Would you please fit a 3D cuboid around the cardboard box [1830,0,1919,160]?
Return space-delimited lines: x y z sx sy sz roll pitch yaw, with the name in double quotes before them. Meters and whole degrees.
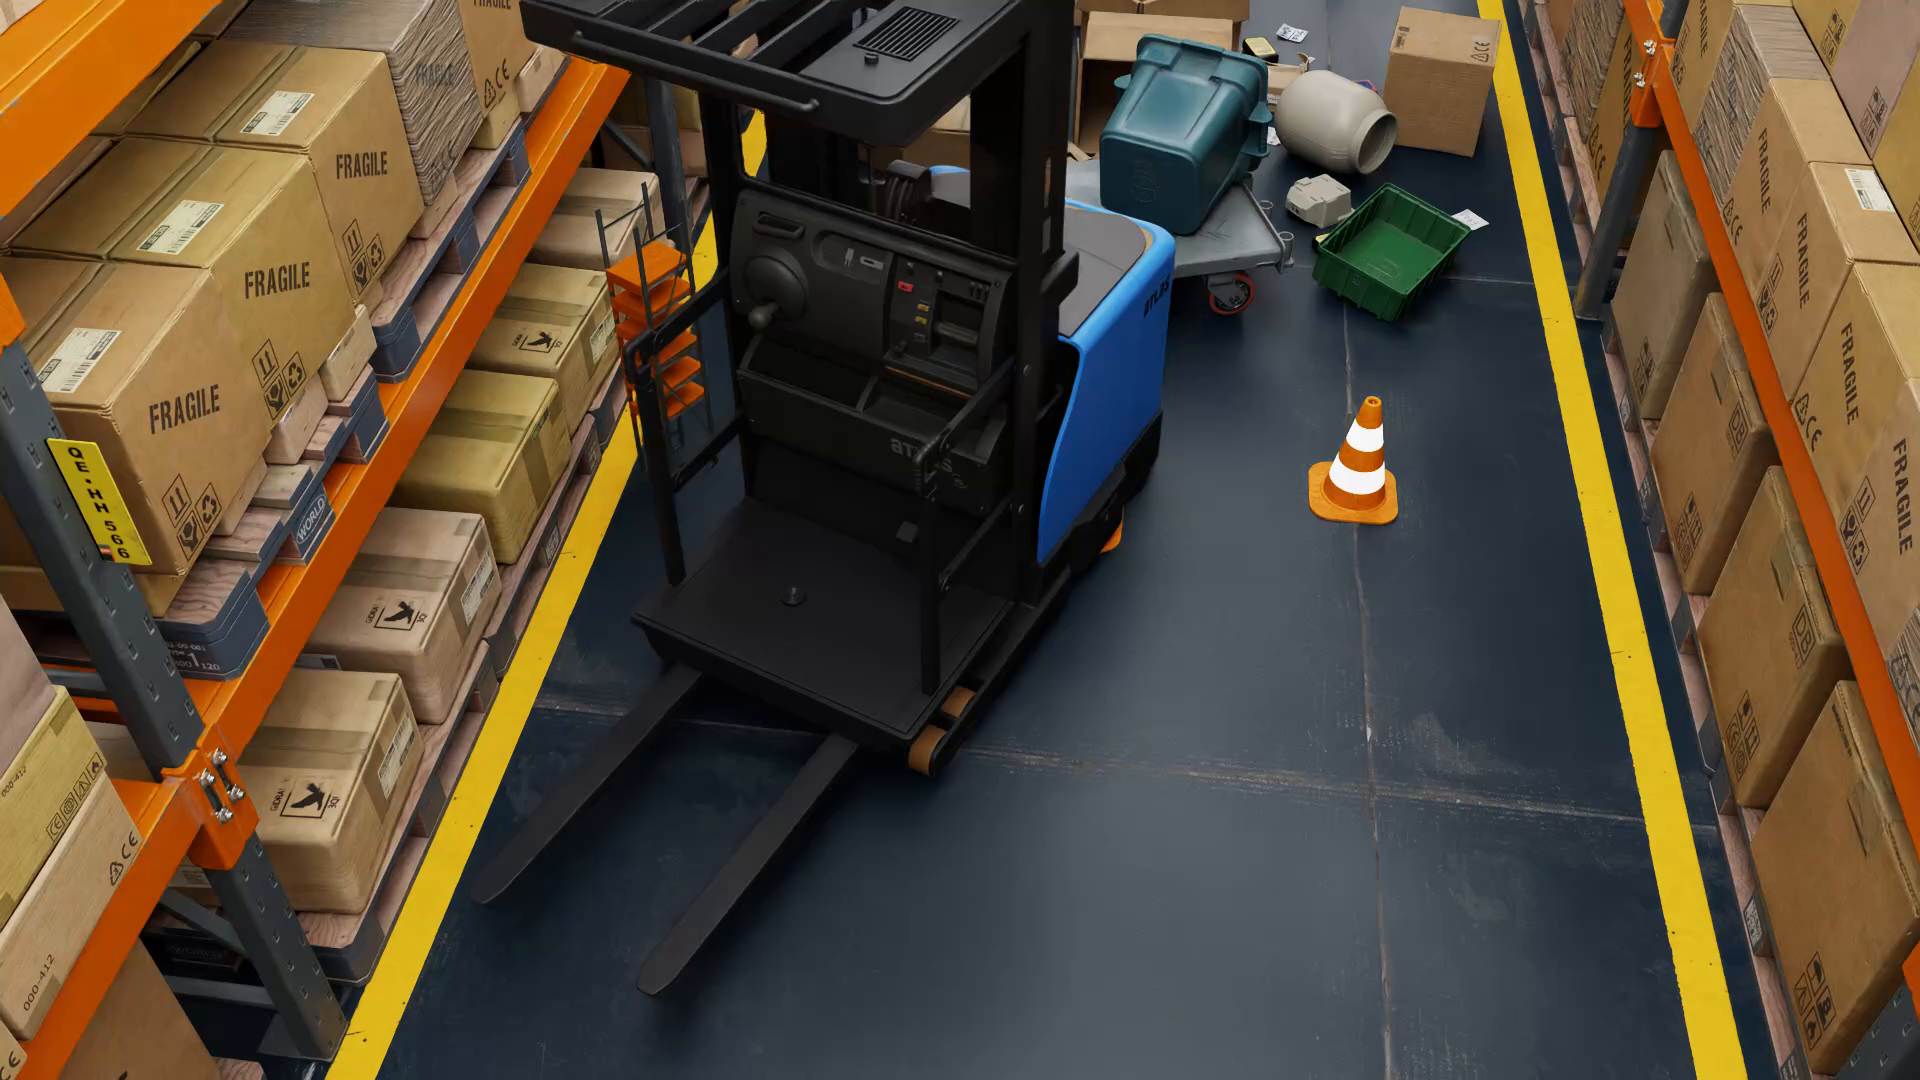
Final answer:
"cardboard box" 3.000 -1.409 4.757 0.700 0.500 0.500 6 44 6

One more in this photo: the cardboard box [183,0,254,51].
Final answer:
"cardboard box" -2.275 -1.400 4.953 0.500 0.500 0.500 4 44 4

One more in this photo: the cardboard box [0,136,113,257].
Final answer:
"cardboard box" -2.414 -0.684 4.197 0.500 0.500 0.500 5 44 5

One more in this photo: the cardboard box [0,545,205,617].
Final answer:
"cardboard box" -2.029 0.035 3.909 0.380 0.149 0.250 3 44 3

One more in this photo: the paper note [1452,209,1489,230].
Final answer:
"paper note" 2.384 -1.507 7.819 0.147 0.020 0.142 -24 48 -23

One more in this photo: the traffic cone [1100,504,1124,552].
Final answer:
"traffic cone" 0.449 -0.243 6.170 0.336 0.463 0.334 5 44 6

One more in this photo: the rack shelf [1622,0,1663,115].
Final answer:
"rack shelf" 3.457 -3.146 7.914 1.077 0.370 4.000 5 44 6

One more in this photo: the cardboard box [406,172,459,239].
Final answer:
"cardboard box" -1.767 -1.062 5.067 0.380 0.149 0.250 7 44 7

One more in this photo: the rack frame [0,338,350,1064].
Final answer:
"rack frame" -2.256 0.301 3.751 1.000 3.000 0.127 5 44 6

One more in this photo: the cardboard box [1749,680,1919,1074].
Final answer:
"cardboard box" 2.834 0.940 4.407 1.050 0.750 0.750 5 44 5

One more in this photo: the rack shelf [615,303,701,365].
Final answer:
"rack shelf" -1.103 -0.773 6.084 0.180 0.103 0.258 28 50 26

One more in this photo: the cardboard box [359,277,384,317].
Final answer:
"cardboard box" -1.865 -0.694 4.678 0.380 0.149 0.250 8 44 8

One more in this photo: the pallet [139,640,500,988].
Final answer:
"pallet" -2.151 0.781 5.272 1.003 0.211 1.213 5 44 6

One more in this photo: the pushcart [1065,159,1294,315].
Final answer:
"pushcart" 0.539 -1.300 7.348 1.648 0.377 0.936 -9 44 -9

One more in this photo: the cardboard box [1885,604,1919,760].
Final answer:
"cardboard box" 2.457 0.314 3.664 0.500 0.500 0.500 5 44 6

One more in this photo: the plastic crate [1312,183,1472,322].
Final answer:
"plastic crate" 1.917 -1.281 7.425 0.450 0.188 0.662 35 53 18

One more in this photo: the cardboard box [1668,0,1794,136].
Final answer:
"cardboard box" 2.856 -1.746 5.840 0.500 0.500 0.500 6 44 6

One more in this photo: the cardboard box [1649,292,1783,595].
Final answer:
"cardboard box" 3.068 -0.291 5.707 1.050 0.750 0.750 5 44 6

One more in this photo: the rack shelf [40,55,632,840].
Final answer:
"rack shelf" -1.992 -0.801 5.437 1.077 0.370 4.000 5 44 6

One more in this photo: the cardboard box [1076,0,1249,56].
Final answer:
"cardboard box" 1.079 -2.818 8.860 0.797 0.503 0.637 -24 48 -23

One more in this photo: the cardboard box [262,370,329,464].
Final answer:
"cardboard box" -1.876 -0.337 4.301 0.380 0.149 0.250 3 44 3

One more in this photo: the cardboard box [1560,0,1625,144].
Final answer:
"cardboard box" 3.461 -2.462 7.908 0.875 0.875 0.875 6 44 6

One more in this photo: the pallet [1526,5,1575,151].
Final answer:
"pallet" 3.530 -2.376 8.606 1.003 0.211 1.213 5 44 6

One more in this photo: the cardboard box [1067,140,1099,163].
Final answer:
"cardboard box" 0.508 -1.793 7.950 0.258 0.266 0.396 -24 48 -23

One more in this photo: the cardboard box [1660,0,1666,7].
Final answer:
"cardboard box" 3.230 -2.351 6.442 0.875 0.550 0.550 5 44 6

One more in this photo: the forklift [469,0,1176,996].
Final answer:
"forklift" -0.390 -0.659 4.814 1.130 2.935 3.031 21 47 21

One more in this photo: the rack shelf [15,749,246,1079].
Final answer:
"rack shelf" -2.520 1.925 2.558 1.077 0.370 4.000 5 44 6

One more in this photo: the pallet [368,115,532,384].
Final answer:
"pallet" -2.035 -0.982 5.245 1.003 0.211 1.213 5 44 6

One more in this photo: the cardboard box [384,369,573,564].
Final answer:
"cardboard box" -1.976 -0.301 5.993 0.950 0.372 0.625 7 44 7

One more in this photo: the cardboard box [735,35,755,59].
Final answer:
"cardboard box" -1.322 -2.322 8.215 0.500 0.250 0.500 8 44 8

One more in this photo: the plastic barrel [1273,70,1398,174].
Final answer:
"plastic barrel" 1.822 -2.021 8.077 0.421 0.421 0.512 -32 52 -29

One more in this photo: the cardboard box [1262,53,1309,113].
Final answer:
"cardboard box" 1.594 -2.390 8.581 0.396 0.266 0.258 12 45 13

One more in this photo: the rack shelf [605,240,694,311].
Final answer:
"rack shelf" -1.103 -0.947 5.919 0.180 0.103 0.258 28 50 26

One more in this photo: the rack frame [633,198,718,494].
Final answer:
"rack frame" -1.031 -0.680 6.095 0.006 1.200 0.240 28 50 26

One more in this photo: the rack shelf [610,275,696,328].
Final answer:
"rack shelf" -1.103 -0.860 6.001 0.180 0.103 0.258 28 50 26

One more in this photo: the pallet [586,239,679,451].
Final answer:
"pallet" -1.829 -0.882 7.028 1.003 0.211 1.213 5 44 6

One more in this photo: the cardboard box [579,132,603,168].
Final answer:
"cardboard box" -1.916 -2.007 7.882 0.500 0.250 0.500 7 44 7

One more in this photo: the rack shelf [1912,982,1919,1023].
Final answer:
"rack shelf" 2.399 2.306 2.156 1.077 0.370 4.000 5 44 6

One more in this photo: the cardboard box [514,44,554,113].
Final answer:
"cardboard box" -1.603 -1.580 5.614 0.380 0.149 0.250 6 44 6

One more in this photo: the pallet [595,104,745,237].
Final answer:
"pallet" -1.673 -1.874 8.075 1.003 0.211 1.213 5 44 6

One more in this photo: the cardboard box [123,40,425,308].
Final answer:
"cardboard box" -1.842 -1.000 4.530 0.500 0.500 0.500 6 44 6

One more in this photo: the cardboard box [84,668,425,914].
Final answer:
"cardboard box" -2.171 0.718 4.915 0.950 0.372 0.625 3 43 3

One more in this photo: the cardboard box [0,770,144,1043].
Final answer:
"cardboard box" -2.066 0.724 3.413 0.500 0.250 0.500 4 44 4

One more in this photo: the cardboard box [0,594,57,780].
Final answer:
"cardboard box" -2.065 0.278 2.975 0.500 0.500 0.500 4 44 4

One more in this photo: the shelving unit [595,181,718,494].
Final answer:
"shelving unit" -1.103 -0.718 6.136 0.189 1.200 0.258 28 50 26

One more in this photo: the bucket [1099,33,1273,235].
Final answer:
"bucket" 0.925 -1.710 7.149 0.726 0.611 0.620 20 57 20

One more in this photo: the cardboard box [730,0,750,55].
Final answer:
"cardboard box" -1.323 -2.595 7.958 0.500 0.500 0.500 7 44 7

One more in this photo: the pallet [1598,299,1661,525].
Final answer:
"pallet" 3.165 -0.499 6.623 1.003 0.211 1.213 5 44 6

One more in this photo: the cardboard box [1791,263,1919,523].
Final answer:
"cardboard box" 2.591 -0.366 4.382 0.500 0.500 0.500 5 44 5

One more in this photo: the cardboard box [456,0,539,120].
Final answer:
"cardboard box" -1.699 -1.697 5.266 0.500 0.500 0.500 7 44 7

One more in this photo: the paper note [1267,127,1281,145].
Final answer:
"paper note" 1.558 -2.055 8.404 0.172 0.023 0.155 20 47 20

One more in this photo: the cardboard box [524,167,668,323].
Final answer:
"cardboard box" -1.794 -1.266 7.011 0.950 0.372 0.625 6 44 6

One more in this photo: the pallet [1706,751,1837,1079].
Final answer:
"pallet" 2.843 1.164 4.867 1.003 0.211 1.213 5 44 6

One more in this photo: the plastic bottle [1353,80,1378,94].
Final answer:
"plastic bottle" 2.020 -2.334 8.670 0.283 0.061 0.133 -9 44 -9

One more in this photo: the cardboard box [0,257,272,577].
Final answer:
"cardboard box" -1.967 -0.282 3.771 0.500 0.500 0.500 4 44 4

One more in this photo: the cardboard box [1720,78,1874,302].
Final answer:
"cardboard box" 2.722 -1.062 5.117 0.500 0.500 0.500 5 44 5

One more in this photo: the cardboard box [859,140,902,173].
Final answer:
"cardboard box" -0.237 -2.125 8.129 0.500 0.500 0.500 -32 52 -29
